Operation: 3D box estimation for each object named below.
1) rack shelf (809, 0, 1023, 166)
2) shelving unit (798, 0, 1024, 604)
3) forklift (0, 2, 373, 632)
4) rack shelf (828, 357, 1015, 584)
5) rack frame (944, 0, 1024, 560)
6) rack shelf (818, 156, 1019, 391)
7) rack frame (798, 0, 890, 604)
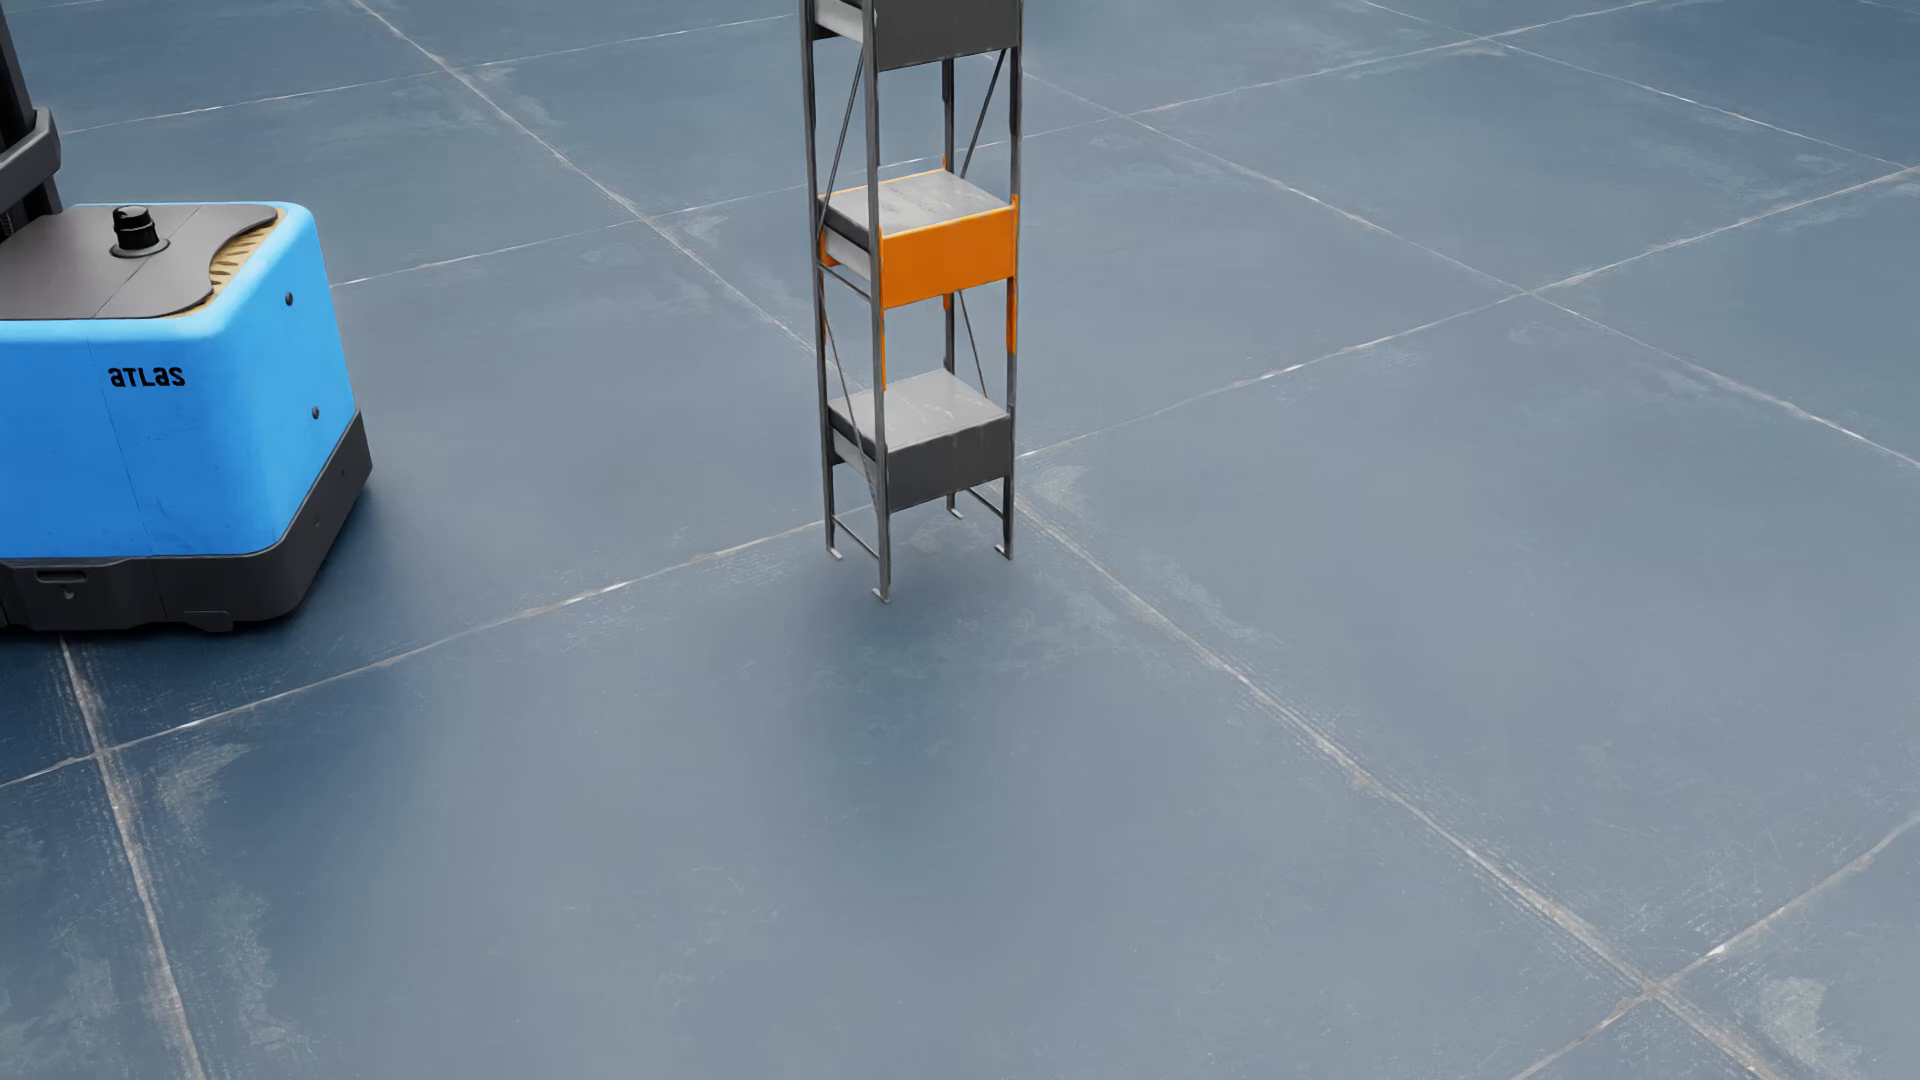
[{"bbox_3d":[-0.139,-1.421,4.748,0.480,0.518,0.431,-19,37,-27],"label":"rack shelf"},{"bbox_3d":[-0.139,-0.840,5.114,0.503,2.100,0.431,-19,37,-27],"label":"shelving unit"},{"bbox_3d":[-3.629,-1.183,4.878,3.031,2.935,1.130,-1,32,-1],"label":"forklift"},{"bbox_3d":[-0.139,-0.237,5.495,0.480,0.518,0.431,-19,37,-27],"label":"rack shelf"},{"bbox_3d":[0.066,-0.911,5.226,0.015,2.100,0.400,-19,37,-27],"label":"rack frame"},{"bbox_3d":[-0.139,-0.829,5.121,0.480,0.518,0.431,-19,37,-27],"label":"rack shelf"},{"bbox_3d":[-0.344,-0.770,5.002,0.015,2.100,0.400,-19,37,-27],"label":"rack frame"}]
